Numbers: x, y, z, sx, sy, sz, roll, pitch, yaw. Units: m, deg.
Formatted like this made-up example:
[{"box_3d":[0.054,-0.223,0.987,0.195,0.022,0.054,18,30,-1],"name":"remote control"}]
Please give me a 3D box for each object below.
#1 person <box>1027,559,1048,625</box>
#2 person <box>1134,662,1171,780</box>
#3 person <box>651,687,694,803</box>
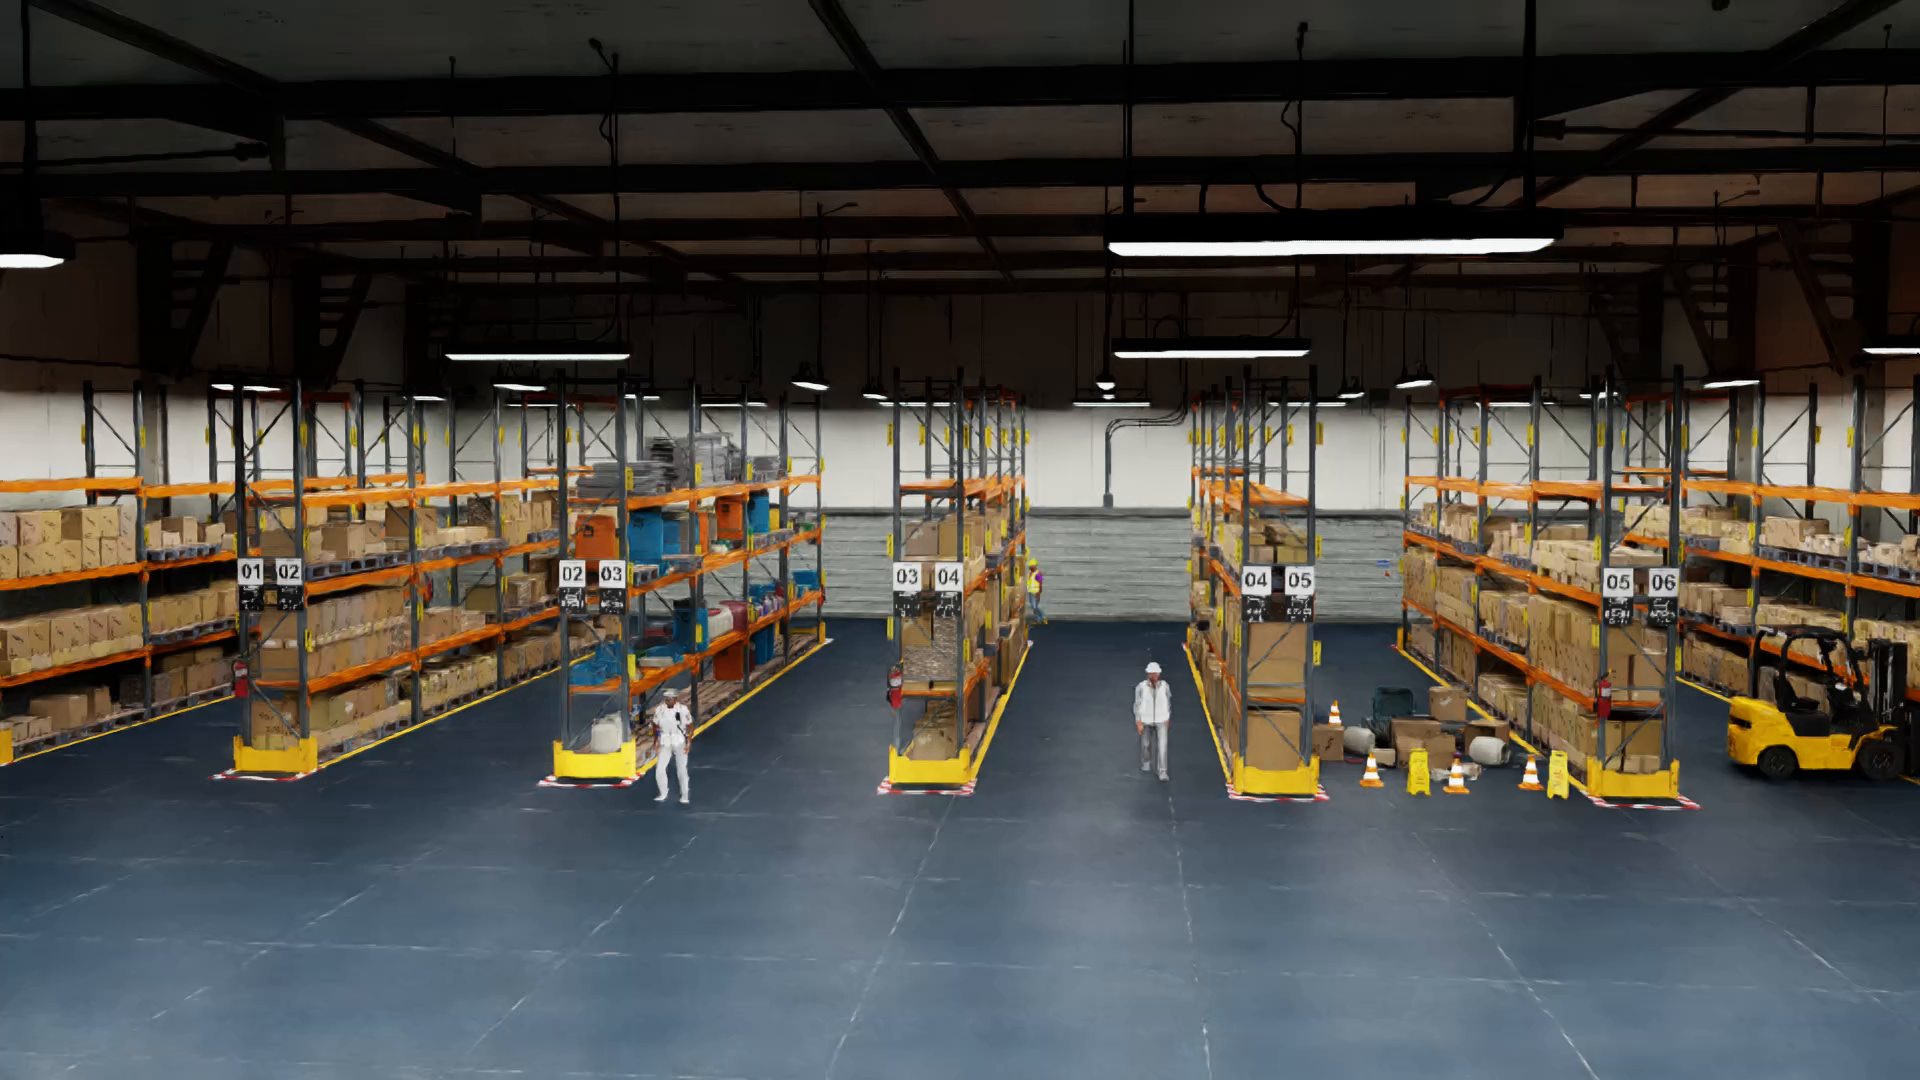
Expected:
[{"box_3d":[2.030,1.383,43.930,0.438,1.760,0.714,-2,4,-29],"name":"person"},{"box_3d":[2.819,2.620,24.386,0.541,1.695,1.105,0,4,4],"name":"person"},{"box_3d":[-3.919,2.786,22.679,0.592,1.629,0.526,0,4,4],"name":"person"}]
